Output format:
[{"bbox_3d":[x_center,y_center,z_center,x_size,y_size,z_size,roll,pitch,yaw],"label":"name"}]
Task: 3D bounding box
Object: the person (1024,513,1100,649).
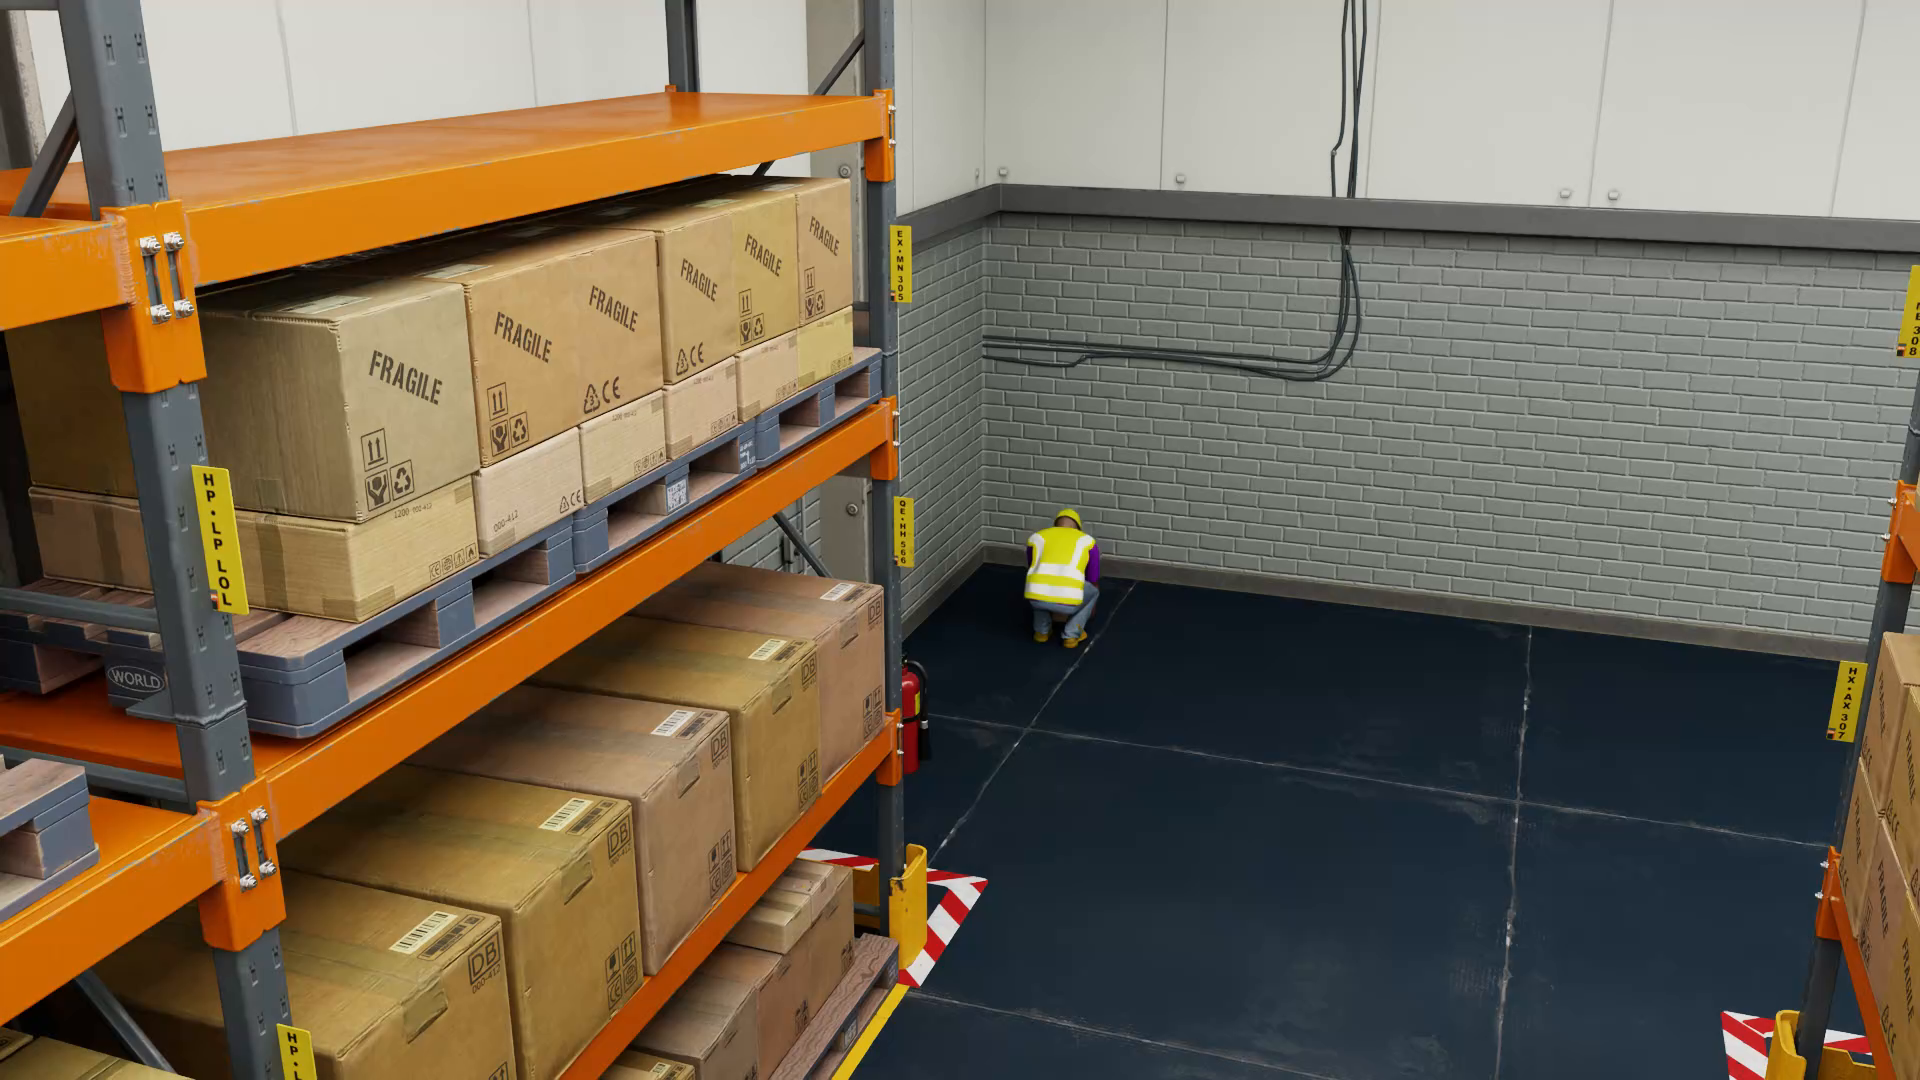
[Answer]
[{"bbox_3d":[0.733,0.332,12.171,0.536,0.876,0.938,6,19,17],"label":"person"}]
